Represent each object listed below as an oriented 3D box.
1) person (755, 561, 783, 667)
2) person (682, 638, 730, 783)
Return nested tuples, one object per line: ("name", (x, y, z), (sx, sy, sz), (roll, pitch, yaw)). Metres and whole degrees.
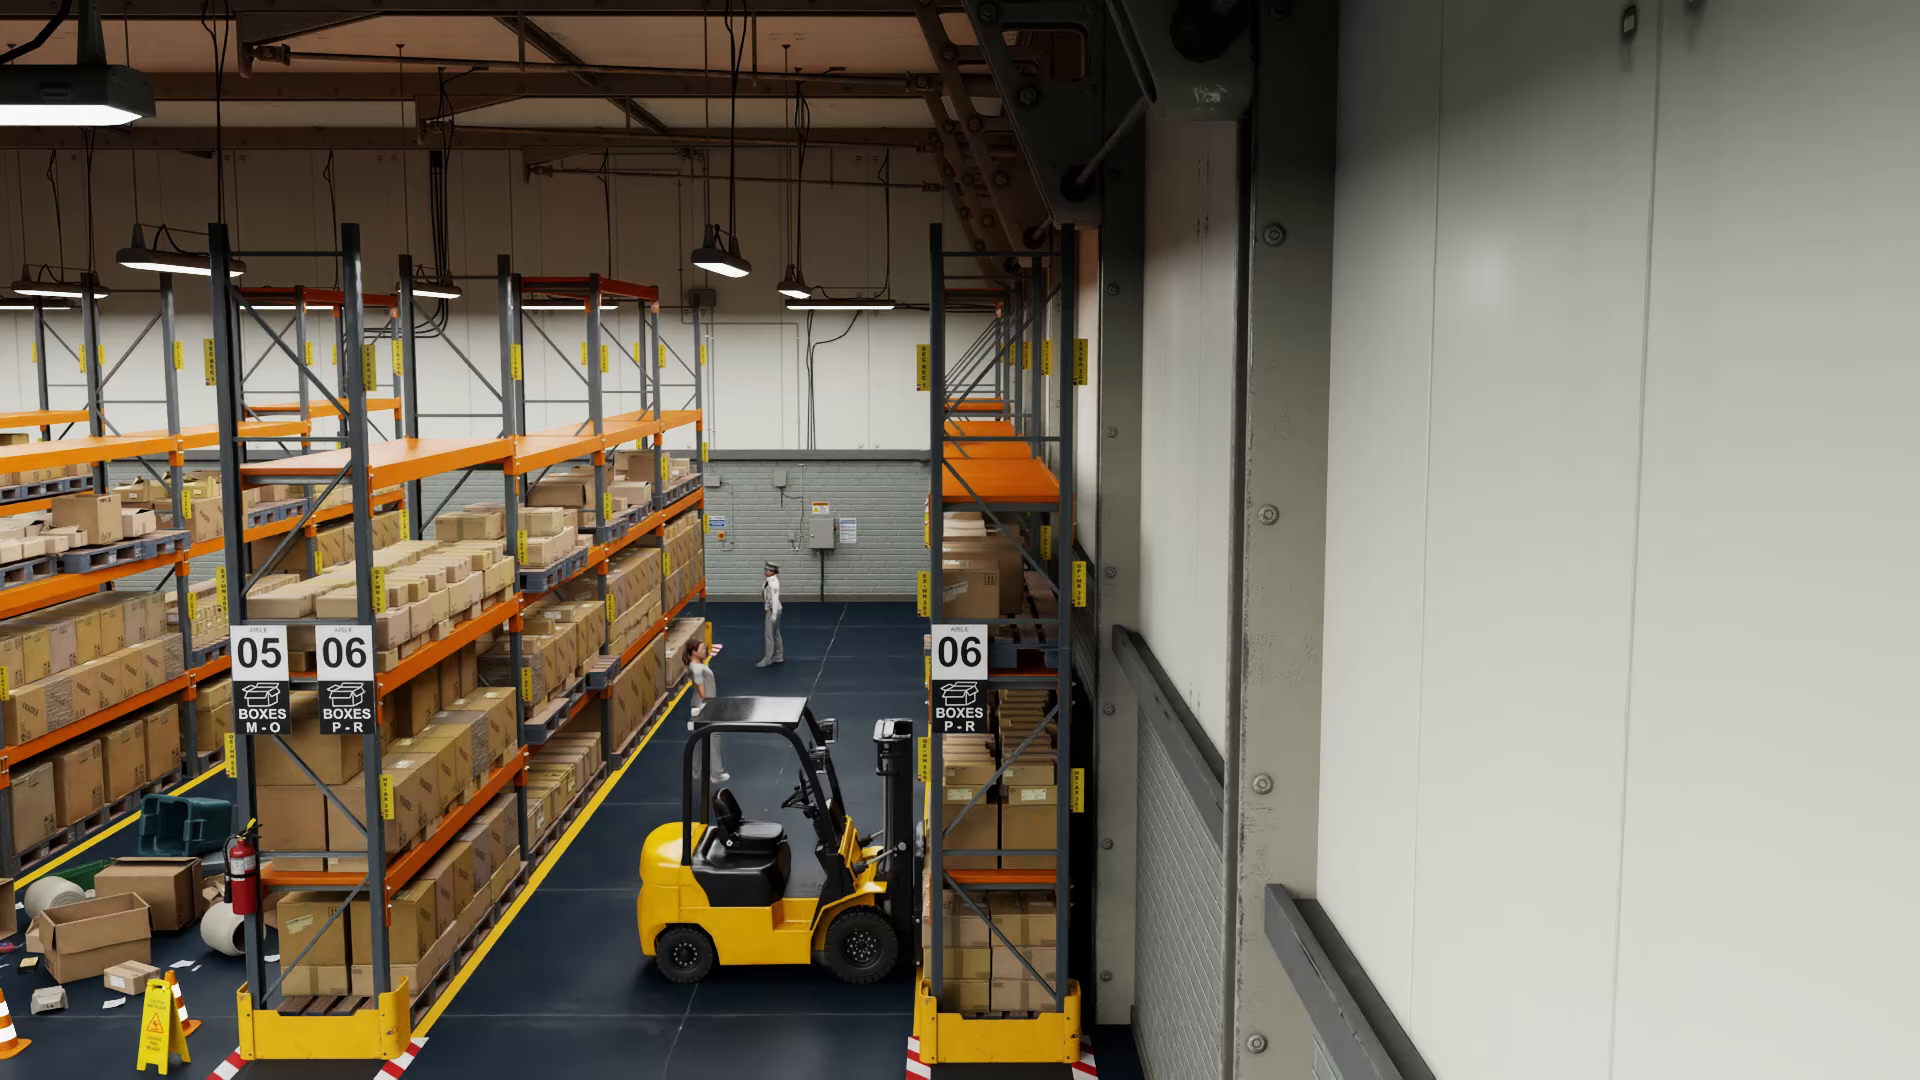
("person", (-3.123, 1.181, 27.096), (0.469, 1.696, 0.545), (-1, 7, -7))
("person", (-2.932, 1.952, 19.149), (0.488, 1.659, 0.518), (-4, 8, -29))
